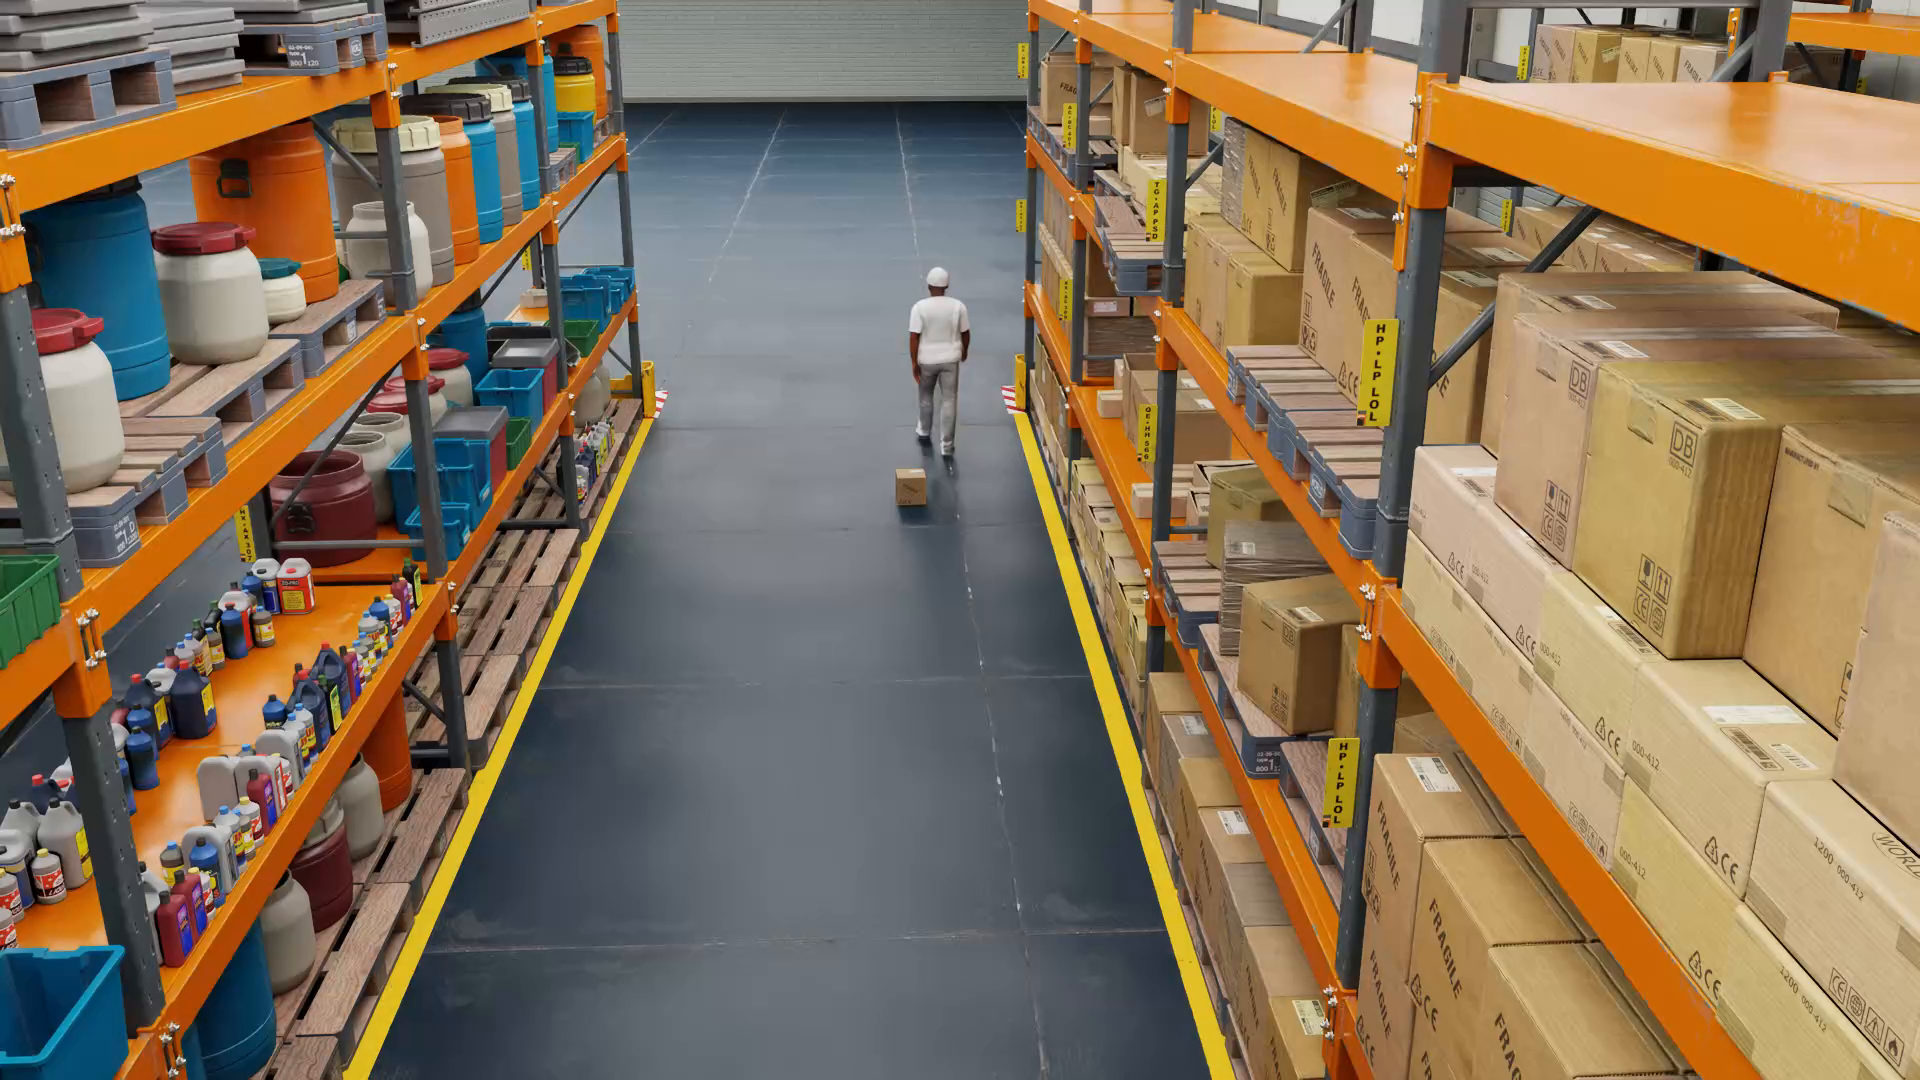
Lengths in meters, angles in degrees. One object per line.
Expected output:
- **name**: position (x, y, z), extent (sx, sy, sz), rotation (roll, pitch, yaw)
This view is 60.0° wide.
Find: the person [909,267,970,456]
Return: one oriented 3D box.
- **person**: position (-0.193, -1.736, 15.697), extent (0.585, 1.706, 1.012), rotation (-1, 20, -4)
